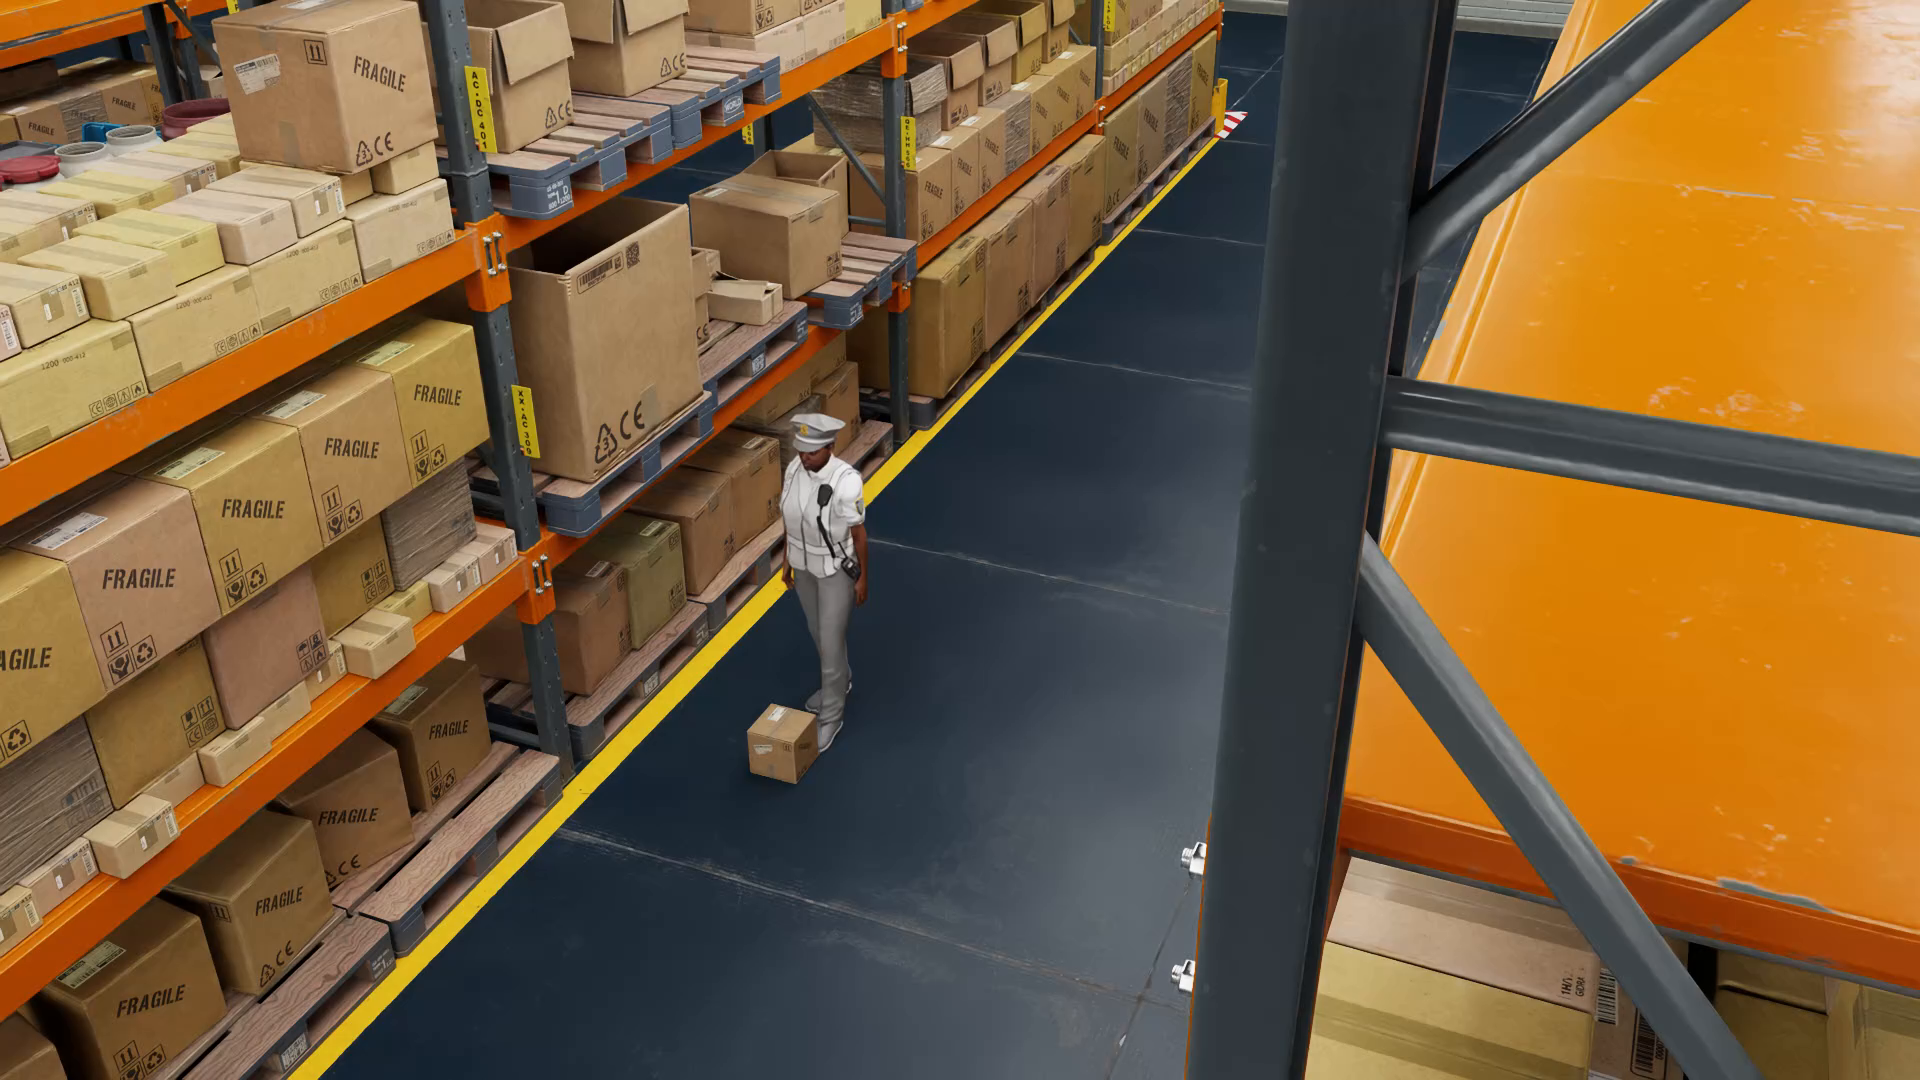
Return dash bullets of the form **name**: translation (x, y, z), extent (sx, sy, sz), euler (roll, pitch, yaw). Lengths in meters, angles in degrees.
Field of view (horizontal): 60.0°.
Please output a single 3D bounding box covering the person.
- **person**: translation (-0.710, 0.177, 8.053), extent (0.476, 1.672, 0.605), euler (19, 35, 29)
